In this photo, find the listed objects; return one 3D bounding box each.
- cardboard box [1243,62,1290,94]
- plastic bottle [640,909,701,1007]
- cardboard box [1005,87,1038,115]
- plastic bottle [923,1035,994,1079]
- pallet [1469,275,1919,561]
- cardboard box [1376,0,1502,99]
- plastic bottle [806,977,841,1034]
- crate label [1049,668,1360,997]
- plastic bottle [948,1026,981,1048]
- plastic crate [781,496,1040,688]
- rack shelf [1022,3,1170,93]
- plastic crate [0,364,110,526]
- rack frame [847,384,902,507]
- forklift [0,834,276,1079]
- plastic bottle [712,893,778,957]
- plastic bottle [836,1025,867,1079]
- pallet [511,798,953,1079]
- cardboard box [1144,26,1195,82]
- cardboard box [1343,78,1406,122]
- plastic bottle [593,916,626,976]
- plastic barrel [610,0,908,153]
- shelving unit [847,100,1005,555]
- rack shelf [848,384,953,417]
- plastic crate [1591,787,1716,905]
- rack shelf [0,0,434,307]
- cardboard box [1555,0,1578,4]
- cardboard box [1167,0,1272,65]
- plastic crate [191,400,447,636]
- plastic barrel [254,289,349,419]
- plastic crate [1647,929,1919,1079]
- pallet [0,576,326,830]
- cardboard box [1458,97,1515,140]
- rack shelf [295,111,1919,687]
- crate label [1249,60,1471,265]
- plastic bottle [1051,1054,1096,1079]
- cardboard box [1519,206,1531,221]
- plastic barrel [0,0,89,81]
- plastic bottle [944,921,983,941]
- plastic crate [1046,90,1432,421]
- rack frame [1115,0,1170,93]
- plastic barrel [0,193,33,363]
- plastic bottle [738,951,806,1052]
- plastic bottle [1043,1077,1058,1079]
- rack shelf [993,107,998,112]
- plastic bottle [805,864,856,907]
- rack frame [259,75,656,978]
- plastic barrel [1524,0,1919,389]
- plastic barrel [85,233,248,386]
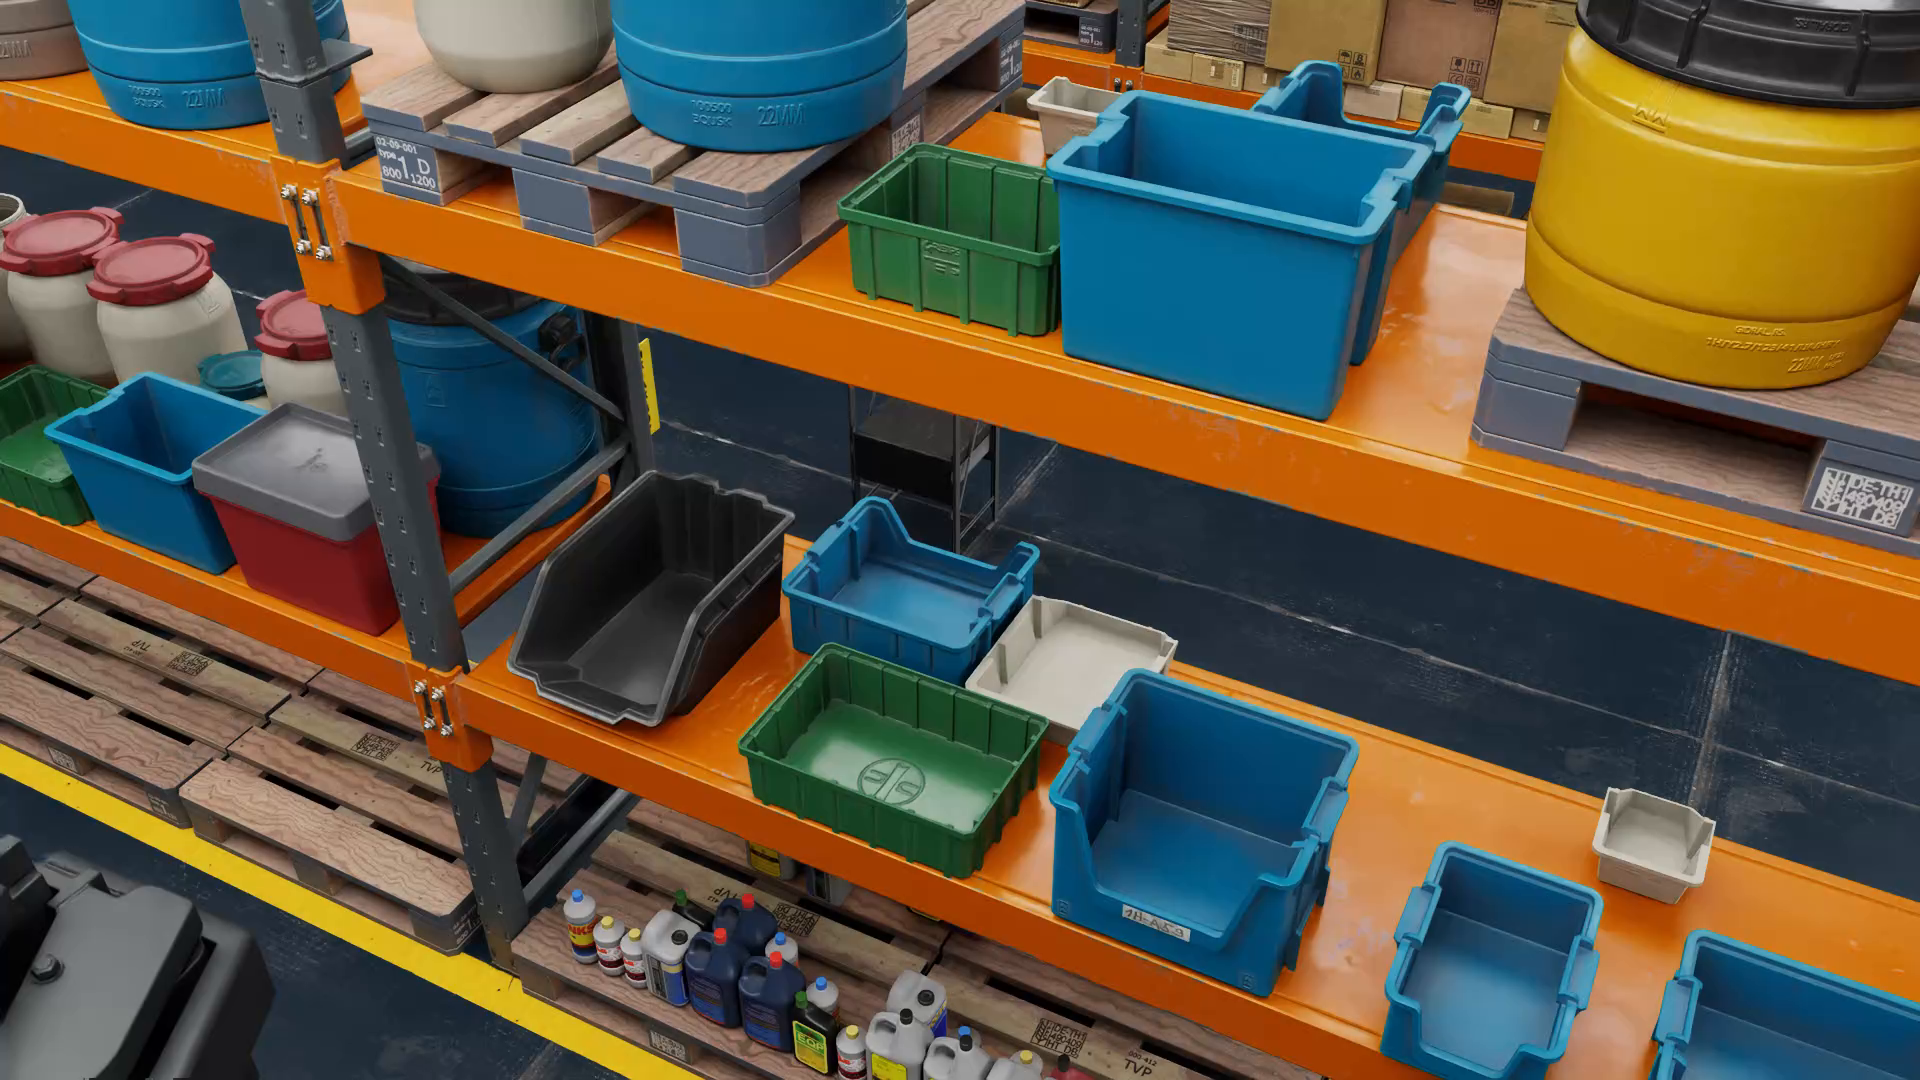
[{"bbox_3d":[1.541,-2.266,7.962,0.250,0.149,0.380,17,41,21],"label":"cardboard box"},{"bbox_3d":[-0.859,1.250,5.011,0.135,0.276,0.152,19,41,23],"label":"plastic bottle"},{"bbox_3d":[0.087,-2.223,9.401,0.500,0.500,0.700,17,40,21],"label":"cardboard box"},{"bbox_3d":[-0.004,1.491,4.632,0.185,0.351,0.144,19,41,23],"label":"plastic bottle"},{"bbox_3d":[1.622,-0.349,2.904,1.213,0.211,1.003,17,41,21],"label":"pallet"},{"bbox_3d":[2.327,-2.475,7.701,0.500,0.500,0.875,17,41,21],"label":"cardboard box"},{"bbox_3d":[-0.399,1.373,4.853,0.097,0.271,0.097,0,37,0],"label":"plastic bottle"},{"bbox_3d":[0.553,0.673,3.854,0.616,0.435,0.502,17,41,21],"label":"crate label"},{"bbox_3d":[0.013,1.473,4.779,0.097,0.201,0.097,0,37,0],"label":"plastic bottle"},{"bbox_3d":[-0.133,0.162,4.678,0.616,0.251,0.499,17,41,21],"label":"plastic crate"},{"bbox_3d":[-0.738,-2.988,9.300,4.000,0.370,1.077,17,41,21],"label":"rack shelf"},{"bbox_3d":[-2.916,-0.307,5.349,0.662,0.188,0.450,17,41,21],"label":"plastic crate"},{"bbox_3d":[-0.364,-0.950,6.765,0.015,2.100,0.400,17,41,21],"label":"rack frame"},{"bbox_3d":[-1.713,1.596,2.724,3.031,2.935,1.130,15,40,19],"label":"forklift"},{"bbox_3d":[-0.648,1.191,5.027,0.185,0.351,0.144,17,41,21],"label":"plastic bottle"},{"bbox_3d":[-0.306,1.471,4.781,0.097,0.201,0.097,0,37,0],"label":"plastic bottle"},{"bbox_3d":[-0.663,1.261,5.414,1.213,0.211,1.003,17,41,21],"label":"pallet"},{"bbox_3d":[1.090,-2.397,8.134,0.250,0.149,0.380,17,41,21],"label":"cardboard box"},{"bbox_3d":[1.970,-2.110,7.756,0.250,0.149,0.380,17,41,21],"label":"cardboard box"},{"bbox_3d":[-1.069,1.233,5.096,0.097,0.201,0.097,0,37,0],"label":"plastic bottle"},{"bbox_3d":[-0.406,-1.286,3.221,0.708,0.901,0.600,17,41,21],"label":"plastic barrel"},{"bbox_3d":[-0.147,-0.882,6.676,0.503,2.100,0.431,17,41,21],"label":"shelving unit"},{"bbox_3d":[-0.147,-0.872,6.684,0.480,0.518,0.431,17,41,21],"label":"rack shelf"},{"bbox_3d":[1.665,0.737,4.017,0.250,0.136,0.298,17,41,21],"label":"plastic crate"},{"bbox_3d":[-3.016,-1.523,4.890,4.000,0.370,1.077,17,41,21],"label":"rack shelf"},{"bbox_3d":[2.658,-2.602,7.042,0.500,0.500,0.500,17,41,21],"label":"cardboard box"},{"bbox_3d":[1.409,-2.718,8.021,0.500,0.500,0.875,17,41,21],"label":"cardboard box"},{"bbox_3d":[-1.811,-0.055,4.788,0.583,0.464,0.402,17,41,21],"label":"plastic crate"},{"bbox_3d":[-1.989,-0.497,5.311,0.433,0.535,0.433,0,37,0],"label":"plastic barrel"},{"bbox_3d":[1.730,1.134,3.398,0.616,0.251,0.499,17,41,21],"label":"plastic crate"},{"bbox_3d":[-3.043,0.516,6.396,1.213,0.211,1.003,17,41,21],"label":"pallet"},{"bbox_3d":[2.428,-1.987,7.594,0.250,0.149,0.380,17,41,21],"label":"cardboard box"},{"bbox_3d":[0.536,-0.411,3.425,4.000,0.370,1.077,17,41,21],"label":"rack shelf"},{"bbox_3d":[0.802,-0.780,3.439,0.408,0.251,0.502,17,41,21],"label":"crate label"},{"bbox_3d":[0.317,1.543,4.620,0.133,0.283,0.061,17,41,21],"label":"plastic bottle"},{"bbox_3d":[2.949,-1.292,8.191,0.500,0.500,0.500,21,42,26],"label":"cardboard box"},{"bbox_3d":[-2.372,-1.660,4.060,0.600,0.901,0.600,0,37,0],"label":"plastic barrel"},{"bbox_3d":[0.016,1.120,5.176,0.133,0.283,0.061,17,41,21],"label":"plastic bottle"},{"bbox_3d":[0.480,-0.504,2.965,0.575,0.384,0.392,17,41,21],"label":"plastic crate"},{"bbox_3d":[1.038,-2.718,8.350,0.127,3.000,1.000,17,41,21],"label":"rack frame"},{"bbox_3d":[-3.406,-0.927,5.898,0.421,0.512,0.421,0,37,0],"label":"plastic barrel"},{"bbox_3d":[-0.547,1.321,4.856,0.185,0.351,0.144,16,40,20],"label":"plastic bottle"},{"bbox_3d":[0.268,1.603,4.546,0.135,0.276,0.152,18,41,22],"label":"plastic bottle"},{"bbox_3d":[-0.147,-1.429,6.261,0.480,0.518,0.431,17,41,21],"label":"rack shelf"},{"bbox_3d":[-0.411,1.015,5.321,0.135,0.276,0.152,17,41,21],"label":"plastic bottle"},{"bbox_3d":[-1.240,-0.059,4.847,0.127,3.000,1.000,17,41,21],"label":"rack frame"},{"bbox_3d":[1.241,-0.632,2.618,0.600,0.588,0.600,0,37,0],"label":"plastic barrel"},{"bbox_3d":[-2.640,-0.701,5.580,0.433,0.535,0.433,0,37,0],"label":"plastic barrel"}]
